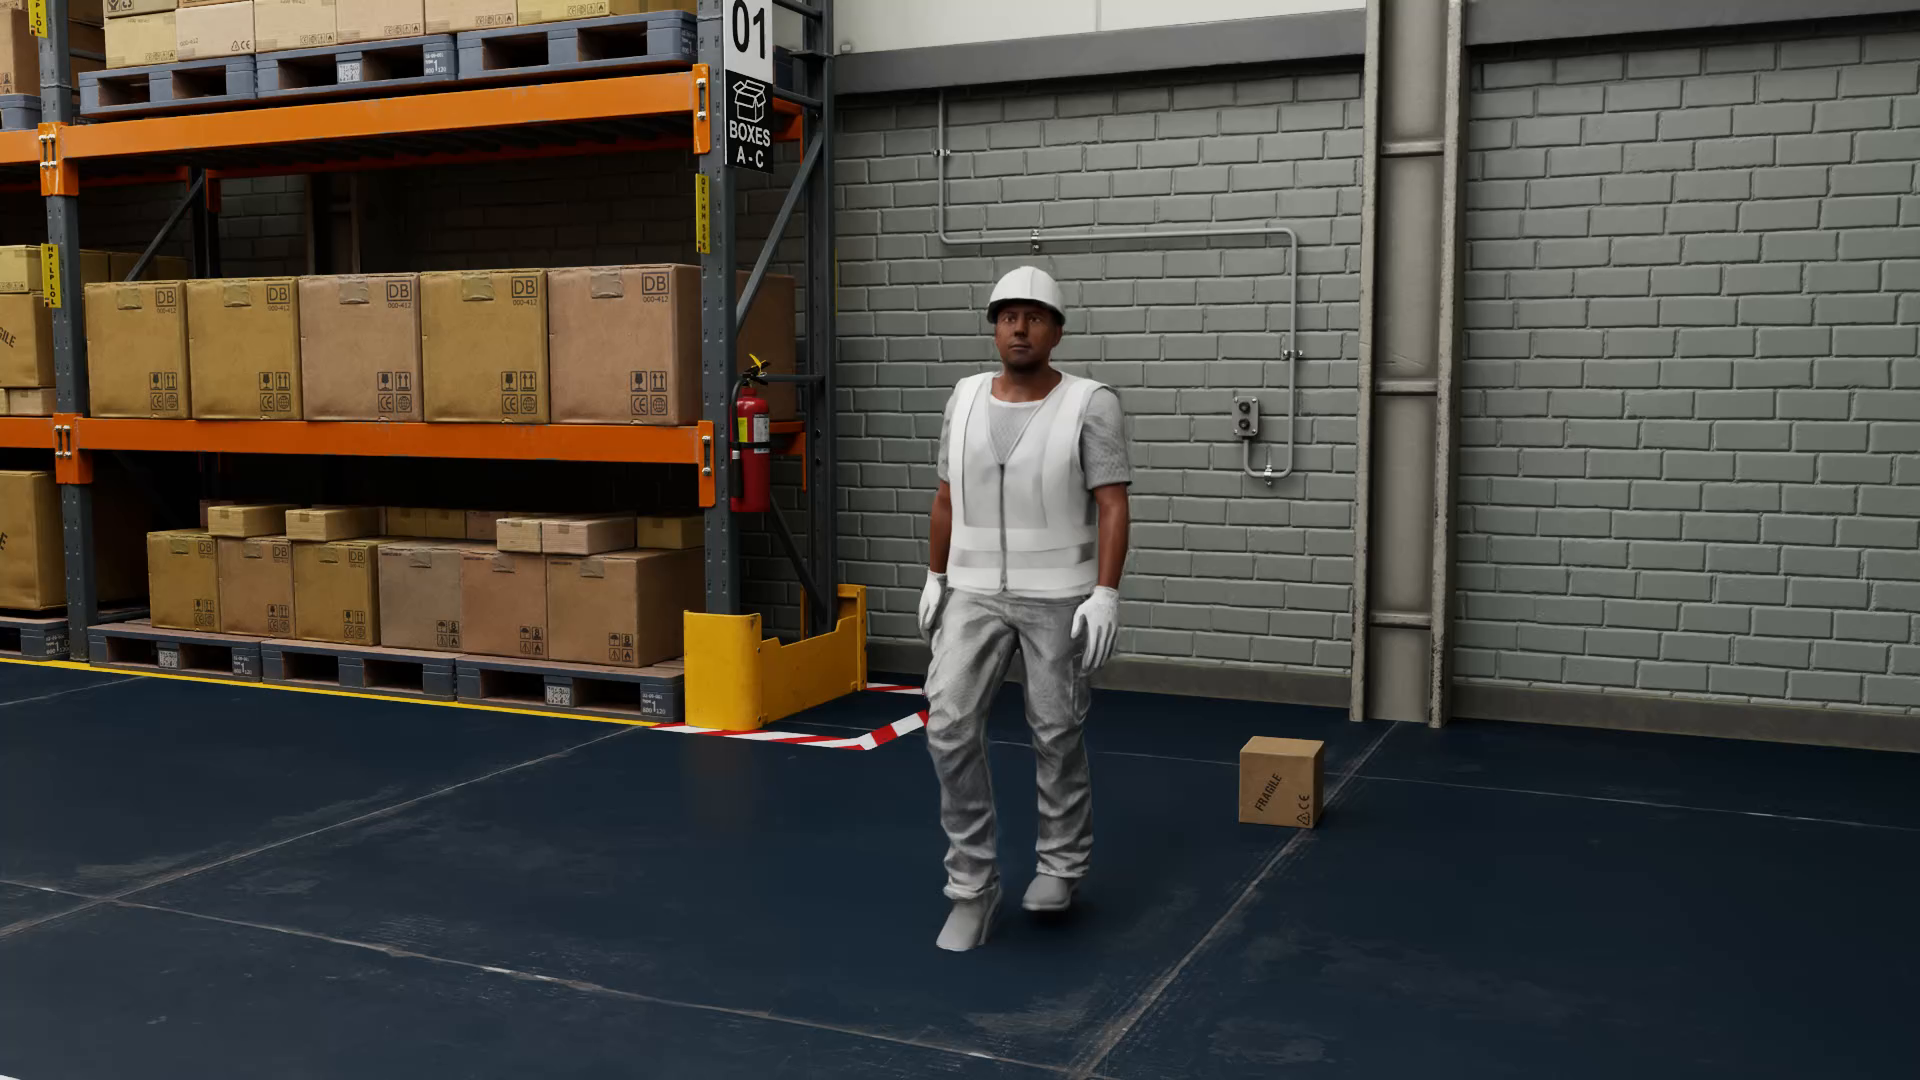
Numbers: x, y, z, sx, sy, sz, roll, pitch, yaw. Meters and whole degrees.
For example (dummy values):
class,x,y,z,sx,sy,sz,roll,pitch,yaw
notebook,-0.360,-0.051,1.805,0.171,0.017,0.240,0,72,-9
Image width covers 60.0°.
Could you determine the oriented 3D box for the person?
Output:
class,x,y,z,sx,sy,sz,roll,pitch,yaw
person,0.149,0.200,4.512,0.657,1.863,0.550,2,6,21
